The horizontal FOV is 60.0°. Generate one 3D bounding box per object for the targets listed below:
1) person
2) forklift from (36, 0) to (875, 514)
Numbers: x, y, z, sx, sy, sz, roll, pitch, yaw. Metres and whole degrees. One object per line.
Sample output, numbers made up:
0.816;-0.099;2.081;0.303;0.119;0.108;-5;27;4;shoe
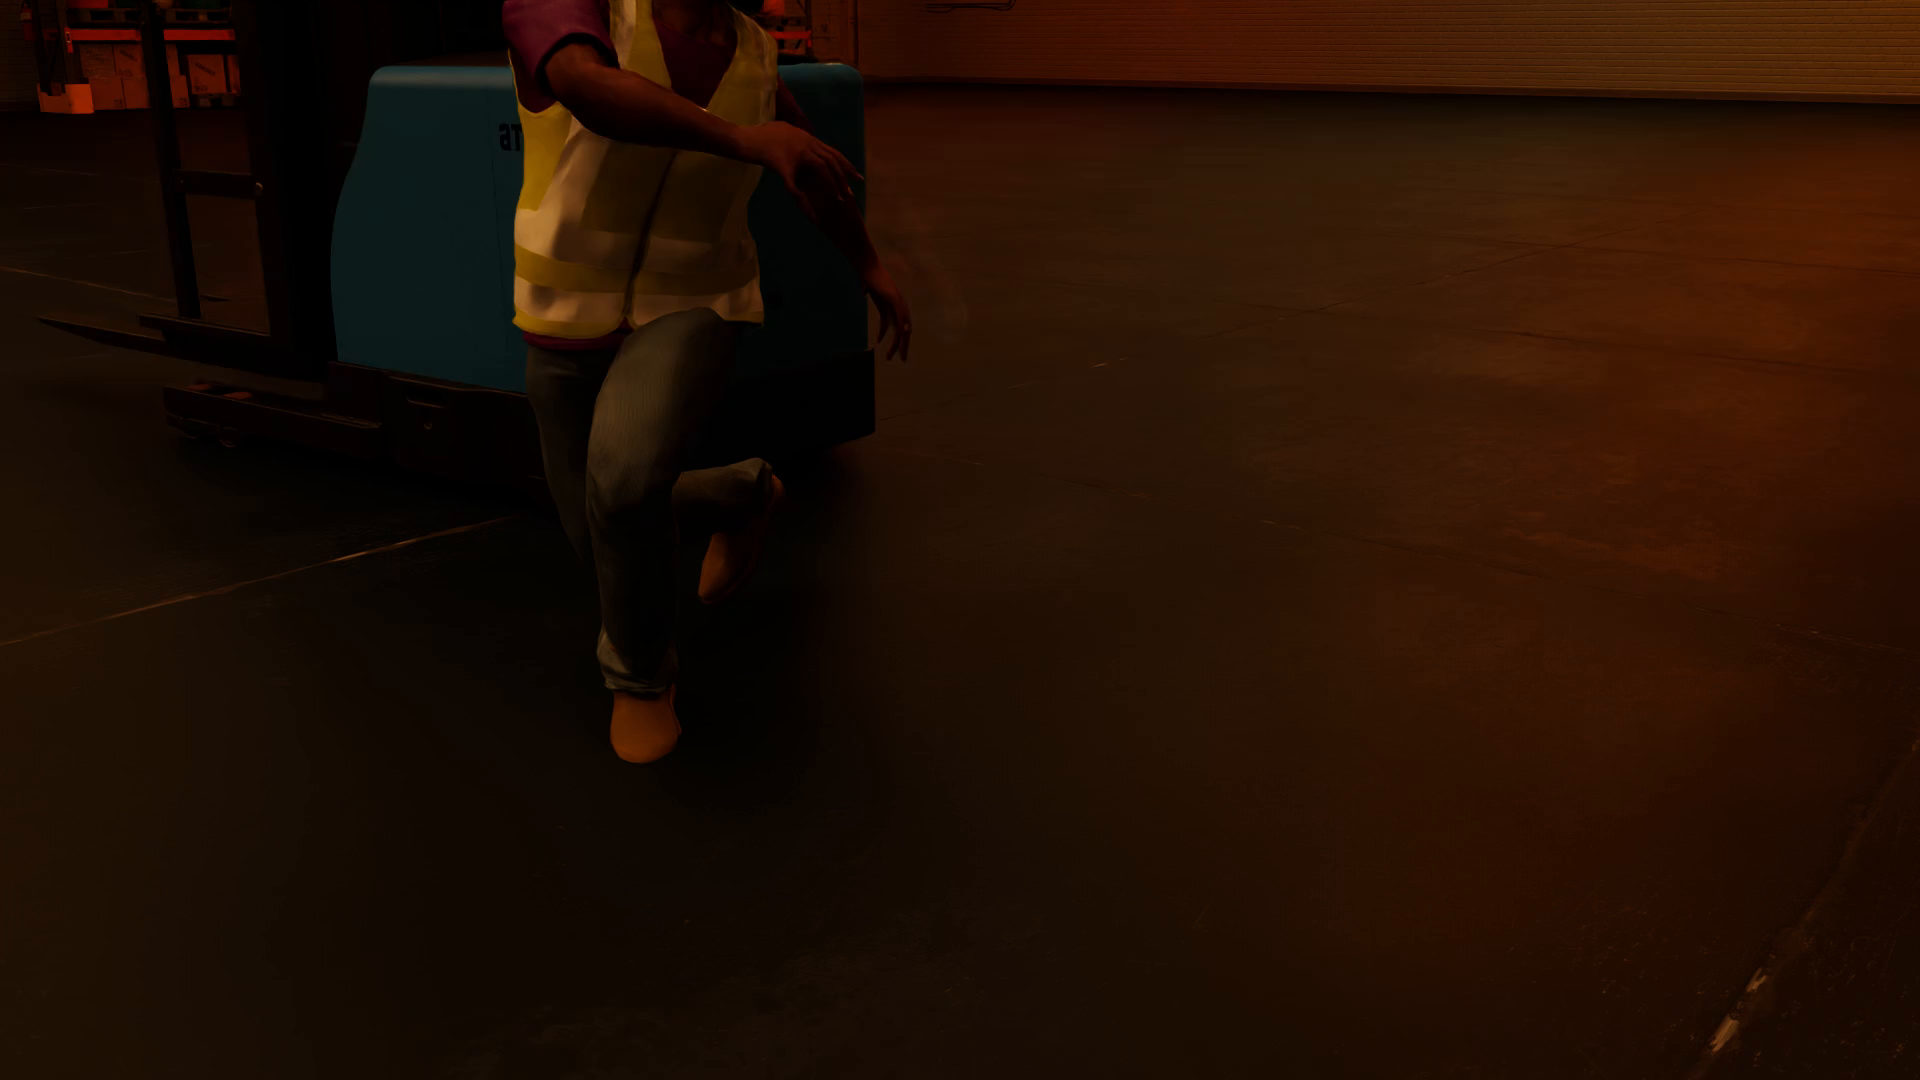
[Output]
-0.433;-0.454;2.937;0.692;1.529;0.932;-1;17;-2;person
-1.738;-1.779;4.758;3.031;2.935;1.130;12;20;33;forklift
